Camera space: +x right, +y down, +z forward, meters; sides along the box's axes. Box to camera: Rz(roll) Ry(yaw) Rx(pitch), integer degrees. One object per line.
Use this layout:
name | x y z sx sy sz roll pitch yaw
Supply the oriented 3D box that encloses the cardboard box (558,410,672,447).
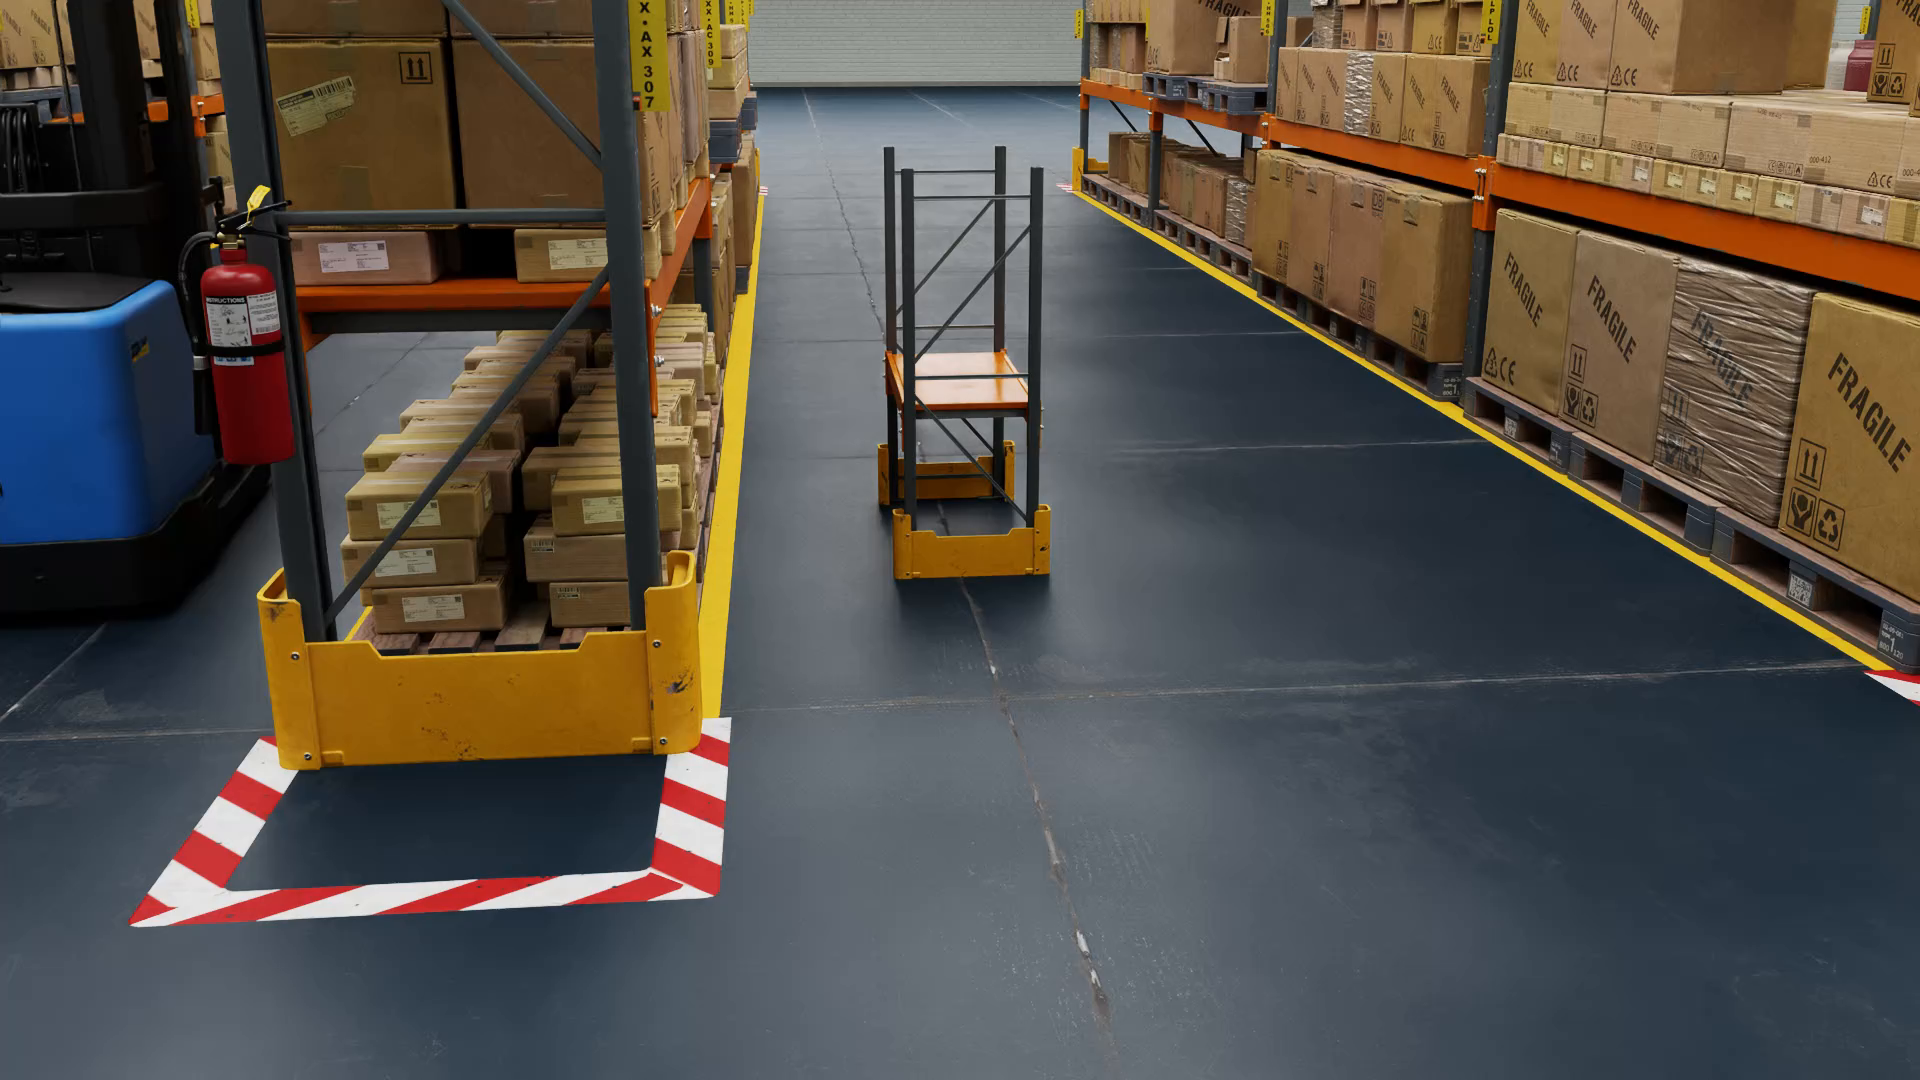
cardboard box | -1.209 -0.353 5.860 0.380 0.149 0.250 -3 18 -8

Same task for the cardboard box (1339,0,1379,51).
cardboard box | 2.904 -3.454 10.830 0.797 0.503 0.637 -1 17 -4

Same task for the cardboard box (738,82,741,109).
cardboard box | -1.415 -2.470 9.254 0.380 0.149 0.250 -2 18 -5

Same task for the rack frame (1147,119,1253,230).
rack frame | 2.368 -4.532 16.106 1.000 3.000 0.127 -2 18 -6

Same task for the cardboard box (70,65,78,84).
cardboard box | -7.082 -3.621 12.920 0.380 0.149 0.250 -1 17 -3

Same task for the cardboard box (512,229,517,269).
cardboard box | -1.113 -0.895 4.940 0.380 0.149 0.250 -1 17 -4

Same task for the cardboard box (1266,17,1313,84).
cardboard box | 2.685 -3.748 12.740 0.500 0.500 0.500 -4 18 -12

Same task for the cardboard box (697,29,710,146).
cardboard box | -1.420 -2.080 7.631 0.500 0.500 0.500 -2 18 -6

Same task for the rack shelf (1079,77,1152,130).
rack shelf | 2.162 -4.785 18.111 1.077 0.370 4.000 -2 18 -6

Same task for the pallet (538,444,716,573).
pallet | -1.517 -0.132 6.745 1.003 0.211 1.213 -2 18 -6

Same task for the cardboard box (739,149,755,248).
cardboard box | -2.230 -2.789 13.608 1.050 0.750 0.750 -2 17 -5

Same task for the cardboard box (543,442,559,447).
cardboard box | -1.756 -0.286 6.639 0.380 0.149 0.250 -1 17 -4

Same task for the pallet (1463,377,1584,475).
pallet | 3.194 -0.589 8.202 1.003 0.211 1.213 -2 18 -6

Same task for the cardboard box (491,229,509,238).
cardboard box | -1.730 -1.107 5.614 0.380 0.149 0.250 -3 18 -8

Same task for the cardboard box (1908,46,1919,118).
cardboard box | 3.294 -1.522 5.020 0.500 0.500 0.500 -2 17 -5

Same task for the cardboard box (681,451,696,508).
cardboard box | -1.141 -0.213 5.911 0.380 0.149 0.250 -1 17 -4

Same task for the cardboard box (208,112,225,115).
cardboard box | -7.290 -4.158 16.468 0.380 0.149 0.250 -1 17 -4

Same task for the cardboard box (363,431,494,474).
cardboard box | -1.767 -0.258 5.555 0.380 0.149 0.250 -2 18 -7

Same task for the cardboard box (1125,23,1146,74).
cardboard box | 2.215 -5.154 17.422 0.875 0.500 0.500 -2 18 -6

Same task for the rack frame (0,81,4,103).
rack frame | -7.077 -3.034 11.334 1.000 3.000 0.127 -2 18 -6

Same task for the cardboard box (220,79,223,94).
cardboard box | -7.329 -4.437 16.220 0.380 0.149 0.250 -1 17 -4

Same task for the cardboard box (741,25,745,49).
cardboard box | -1.575 -3.217 10.643 0.380 0.149 0.250 -1 17 -4

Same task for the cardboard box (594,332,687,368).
cardboard box | -1.407 -0.823 7.356 0.380 0.149 0.250 -1 17 -4

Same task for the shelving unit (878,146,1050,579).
shelving unit | -0.008 -0.738 6.525 0.587 1.500 1.083 -2 18 -6

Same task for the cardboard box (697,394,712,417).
cardboard box | -1.336 -0.603 7.648 0.380 0.149 0.250 -2 18 -7

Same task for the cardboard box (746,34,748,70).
cardboard box | -2.827 -5.400 18.619 0.875 0.550 0.550 -2 18 -6

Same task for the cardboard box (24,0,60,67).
cardboard box | -6.954 -3.721 12.156 0.500 0.500 0.500 -1 17 -3

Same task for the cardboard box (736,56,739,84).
cardboard box | -1.390 -2.534 8.961 0.380 0.149 0.250 -1 17 -4

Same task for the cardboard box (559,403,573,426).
cardboard box | -1.825 -0.583 7.087 0.380 0.149 0.250 -1 17 -3

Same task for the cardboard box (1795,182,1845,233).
cardboard box | 3.163 -1.160 5.784 0.380 0.149 0.250 -1 17 -5

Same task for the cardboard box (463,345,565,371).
cardboard box | -1.882 -0.728 7.052 0.380 0.149 0.250 -1 17 -4

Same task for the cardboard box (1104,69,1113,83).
cardboard box | 1.830 -5.213 18.694 0.380 0.149 0.250 -2 18 -6

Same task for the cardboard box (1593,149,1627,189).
cardboard box | 3.003 -1.619 7.246 0.380 0.149 0.250 -2 18 -6

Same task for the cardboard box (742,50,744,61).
cardboard box | -1.552 -3.000 10.447 0.380 0.149 0.250 -2 18 -6

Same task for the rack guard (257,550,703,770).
rack guard | -1.346 0.336 4.772 1.175 0.500 0.348 -2 18 -6

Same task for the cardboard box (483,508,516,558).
cardboard box | -1.650 -0.044 5.371 0.380 0.149 0.250 -2 18 -7

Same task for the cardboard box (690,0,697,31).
cardboard box | -1.375 -2.407 7.003 0.500 0.500 0.500 -2 18 -7

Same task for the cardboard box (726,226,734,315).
cardboard box | -1.715 -1.725 10.637 0.500 0.500 0.500 -3 18 -8

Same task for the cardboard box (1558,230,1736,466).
cardboard box | 3.274 -0.868 7.281 0.875 0.875 0.875 -2 18 -6

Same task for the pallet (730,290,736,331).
pallet | -2.084 -1.654 11.593 1.003 0.211 1.213 -2 18 -6

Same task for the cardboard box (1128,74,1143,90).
cardboard box | 1.934 -4.690 17.026 0.380 0.149 0.250 -2 18 -6

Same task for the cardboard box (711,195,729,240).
cardboard box | -1.670 -1.930 10.037 0.500 0.250 0.500 -1 17 -4

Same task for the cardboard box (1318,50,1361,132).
cardboard box | 2.672 -2.929 10.832 0.500 0.500 0.500 -2 18 -7

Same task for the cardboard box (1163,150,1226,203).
cardboard box | 2.366 -3.660 16.801 0.500 0.500 0.500 -2 18 -7

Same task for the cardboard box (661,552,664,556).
cardboard box | -1.215 0.011 5.694 0.380 0.149 0.250 -2 17 -5

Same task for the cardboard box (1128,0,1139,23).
cardboard box | 1.995 -5.473 16.771 0.500 0.500 0.500 -2 18 -6

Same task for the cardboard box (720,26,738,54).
cardboard box | -1.393 -2.681 8.934 0.380 0.149 0.250 -2 18 -5

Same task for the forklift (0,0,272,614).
forklift | -3.570 -1.523 6.635 1.130 2.935 3.031 -4 18 -11

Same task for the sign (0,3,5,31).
sign | -6.525 -3.605 11.219 0.100 0.325 0.005 -2 18 -6

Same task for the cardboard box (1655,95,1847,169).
cardboard box | 3.129 -1.621 6.588 0.500 0.250 0.500 -2 18 -6

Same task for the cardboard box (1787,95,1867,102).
cardboard box | 3.657 -1.639 6.642 0.500 0.250 0.500 -2 18 -7

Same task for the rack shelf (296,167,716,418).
rack shelf | -1.545 -1.087 6.331 1.077 0.370 4.000 -2 18 -6

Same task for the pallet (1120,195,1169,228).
pallet | 2.264 -3.401 17.157 1.003 0.211 1.213 -2 18 -6

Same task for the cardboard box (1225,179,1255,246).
cardboard box | 2.622 -2.722 13.777 0.700 0.500 0.500 -3 18 -10

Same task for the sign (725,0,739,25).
sign | -1.625 -3.752 11.818 0.100 0.325 0.005 -2 18 -6

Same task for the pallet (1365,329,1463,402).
pallet | 3.039 -1.046 9.656 1.003 0.211 1.213 -2 18 -6

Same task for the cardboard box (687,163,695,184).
cardboard box | -1.385 -1.673 7.418 0.380 0.149 0.250 -1 17 -3
